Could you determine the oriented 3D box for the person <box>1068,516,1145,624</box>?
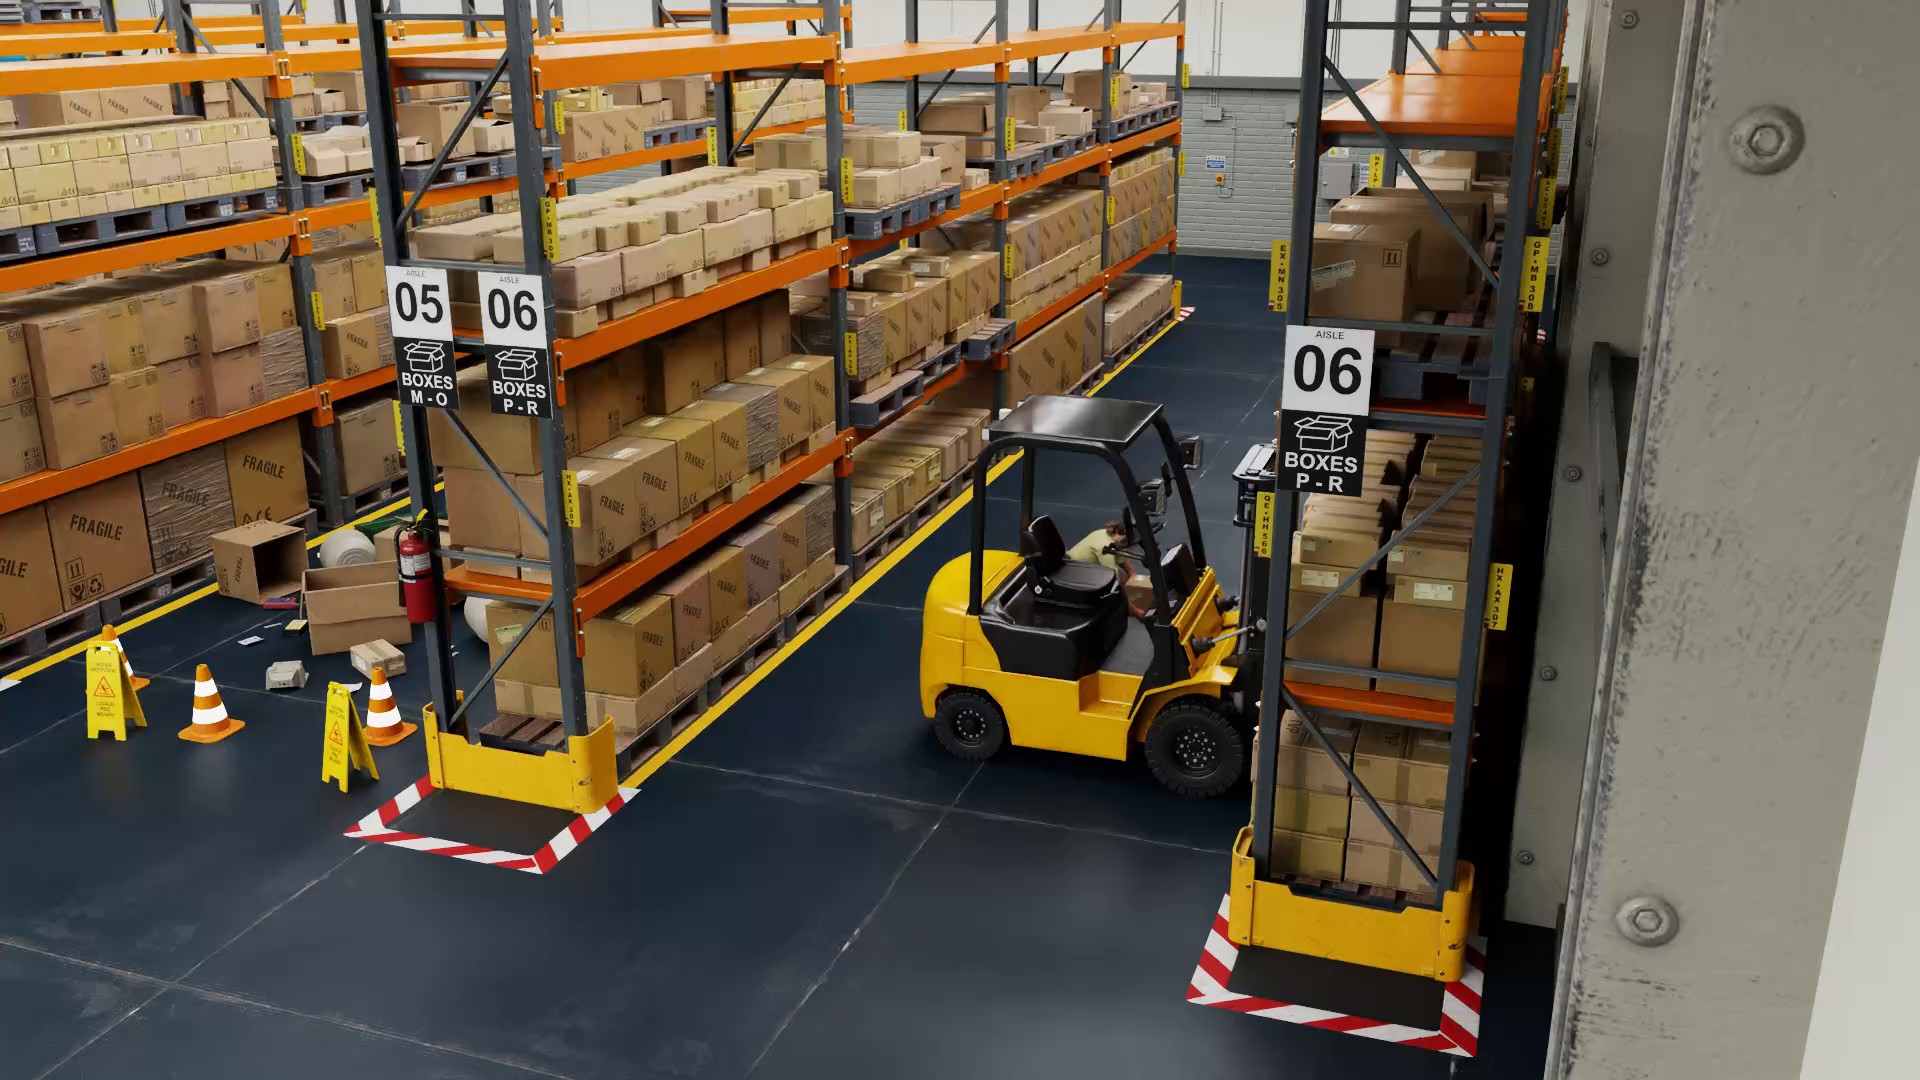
[{"bbox_3d":[1.070,0.263,12.459,0.795,0.933,0.478,6,20,18],"label":"person"}]
